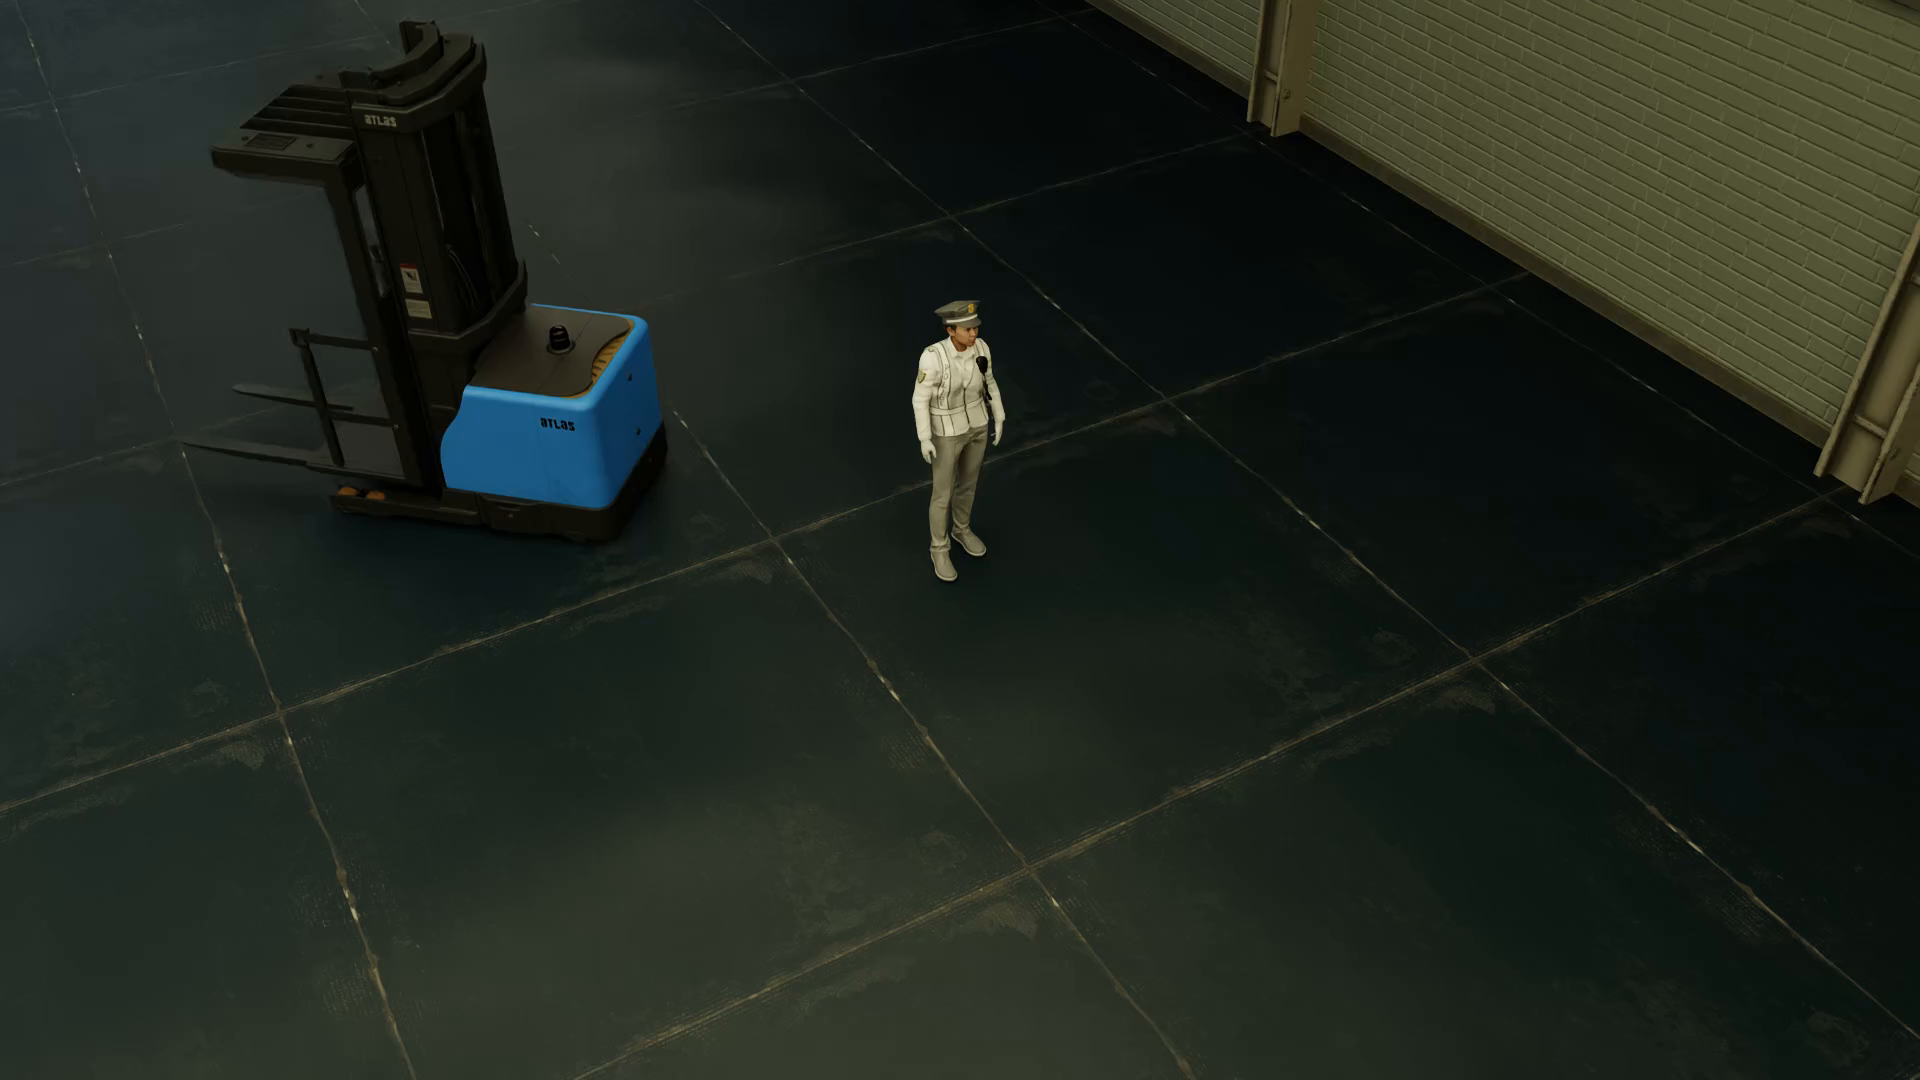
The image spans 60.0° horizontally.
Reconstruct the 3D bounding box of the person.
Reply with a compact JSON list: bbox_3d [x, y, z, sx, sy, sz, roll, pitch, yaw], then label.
[{"bbox_3d":[0.028,-0.617,9.738,0.586,1.694,0.530,-20,44,-23],"label":"person"}]

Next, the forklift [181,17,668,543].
[{"bbox_3d":[-3.491,-1.593,9.956,3.031,2.935,1.130,8,40,10],"label":"forklift"}]
